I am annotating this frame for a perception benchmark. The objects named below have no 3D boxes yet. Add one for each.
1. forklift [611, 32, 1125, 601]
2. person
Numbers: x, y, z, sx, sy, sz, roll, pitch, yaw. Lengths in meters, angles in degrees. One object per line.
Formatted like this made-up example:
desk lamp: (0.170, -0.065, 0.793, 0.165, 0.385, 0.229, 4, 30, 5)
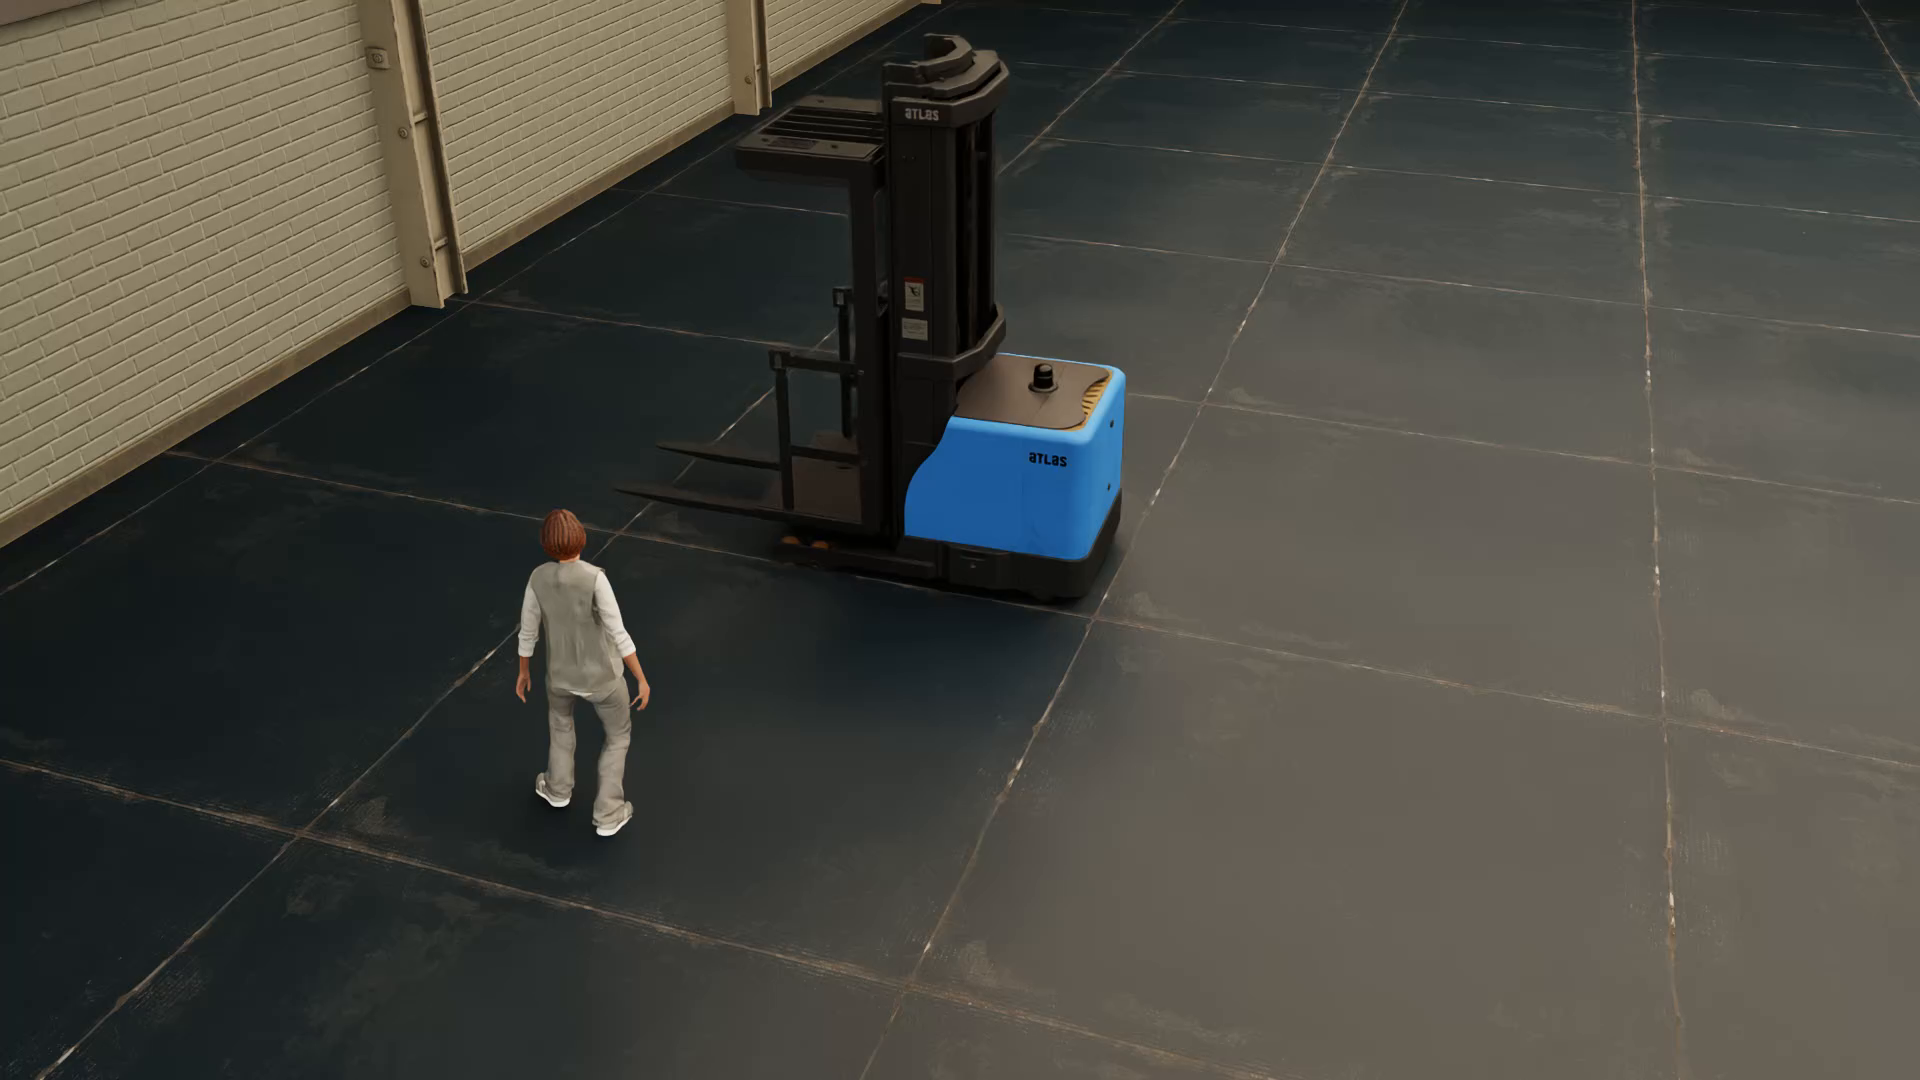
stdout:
forklift: (-0.600, -1.339, 9.485, 3.031, 2.935, 1.130, 9, 31, 15)
person: (-1.715, 0.608, 7.482, 0.740, 1.568, 0.403, 9, 31, 15)
